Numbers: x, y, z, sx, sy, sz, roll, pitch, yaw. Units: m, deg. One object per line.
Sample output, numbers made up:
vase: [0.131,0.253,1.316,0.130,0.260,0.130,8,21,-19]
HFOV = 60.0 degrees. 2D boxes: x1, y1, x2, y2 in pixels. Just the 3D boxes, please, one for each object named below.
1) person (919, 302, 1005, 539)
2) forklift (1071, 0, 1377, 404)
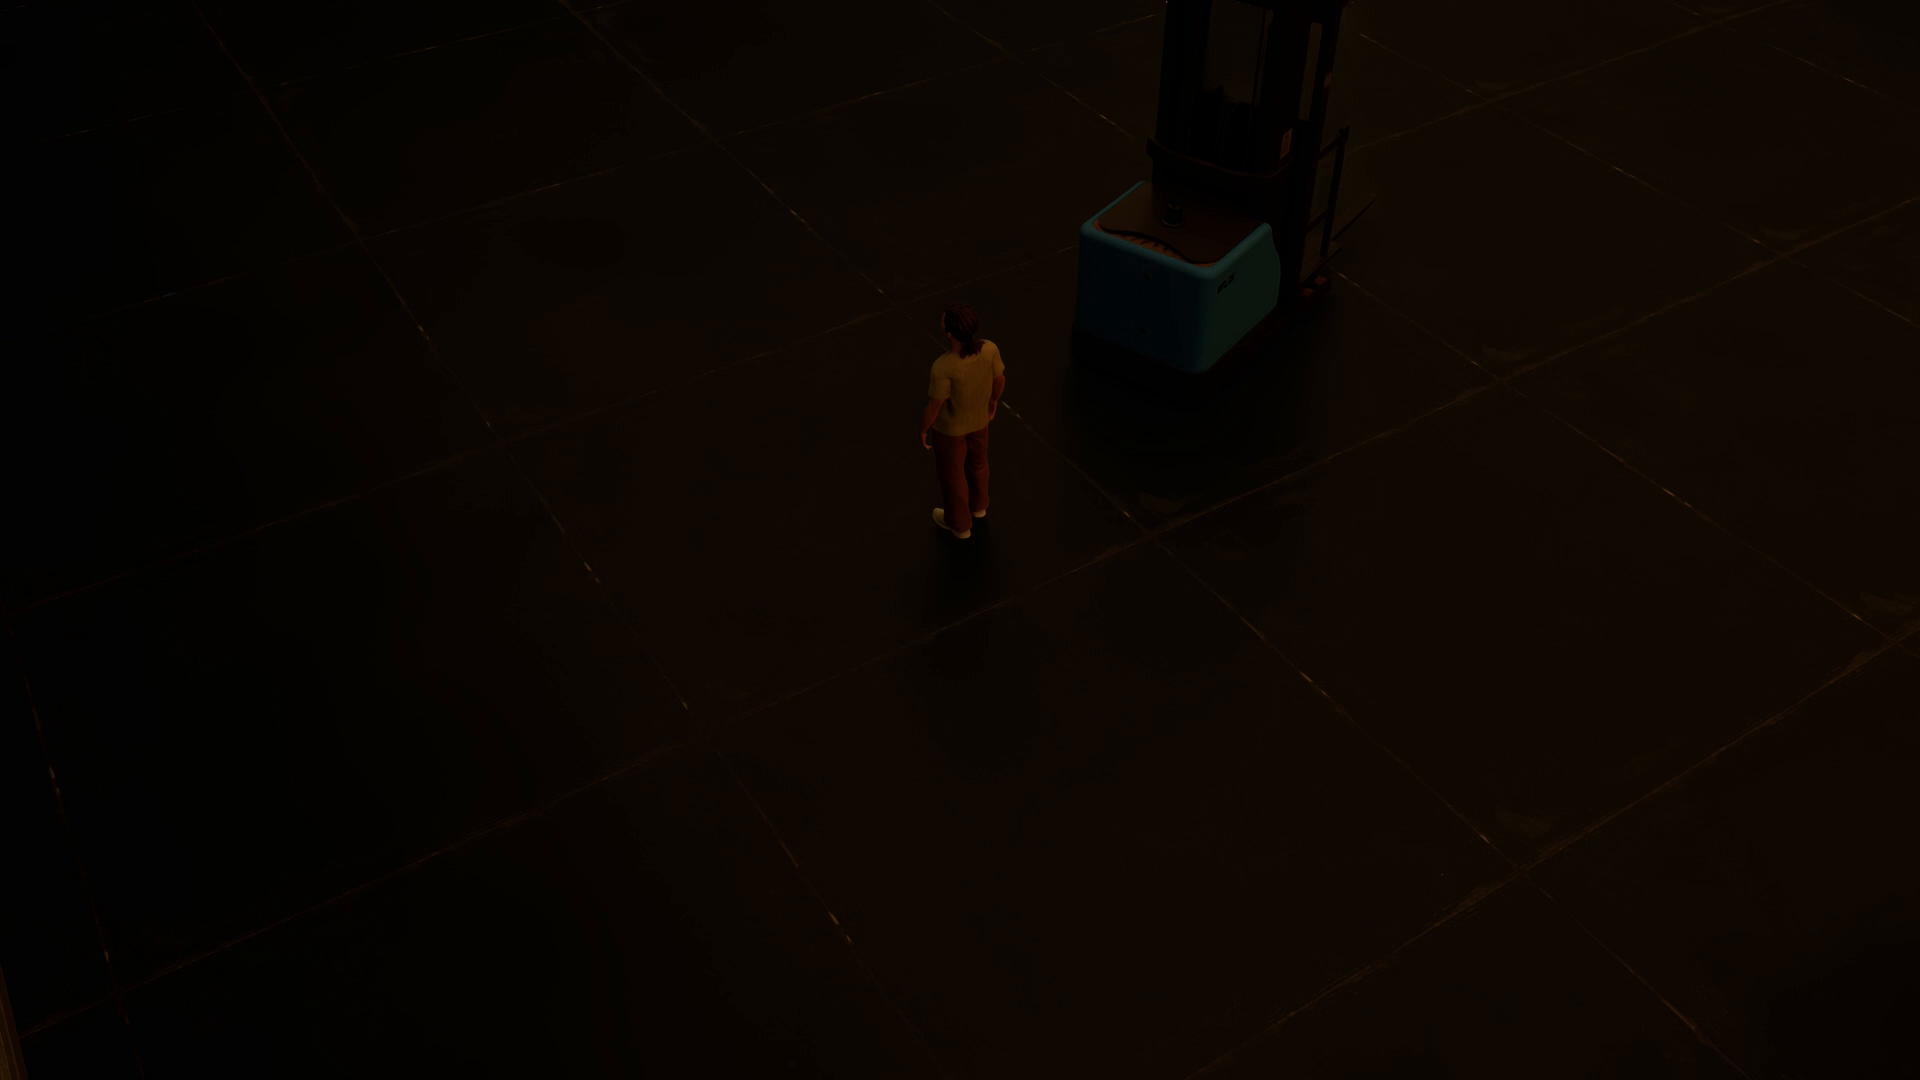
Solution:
person: [-0.029,-0.712,9.567,0.552,1.675,0.548,-23,46,-24]
forklift: [2.045,-2.926,11.219,1.130,2.935,3.031,26,47,27]
